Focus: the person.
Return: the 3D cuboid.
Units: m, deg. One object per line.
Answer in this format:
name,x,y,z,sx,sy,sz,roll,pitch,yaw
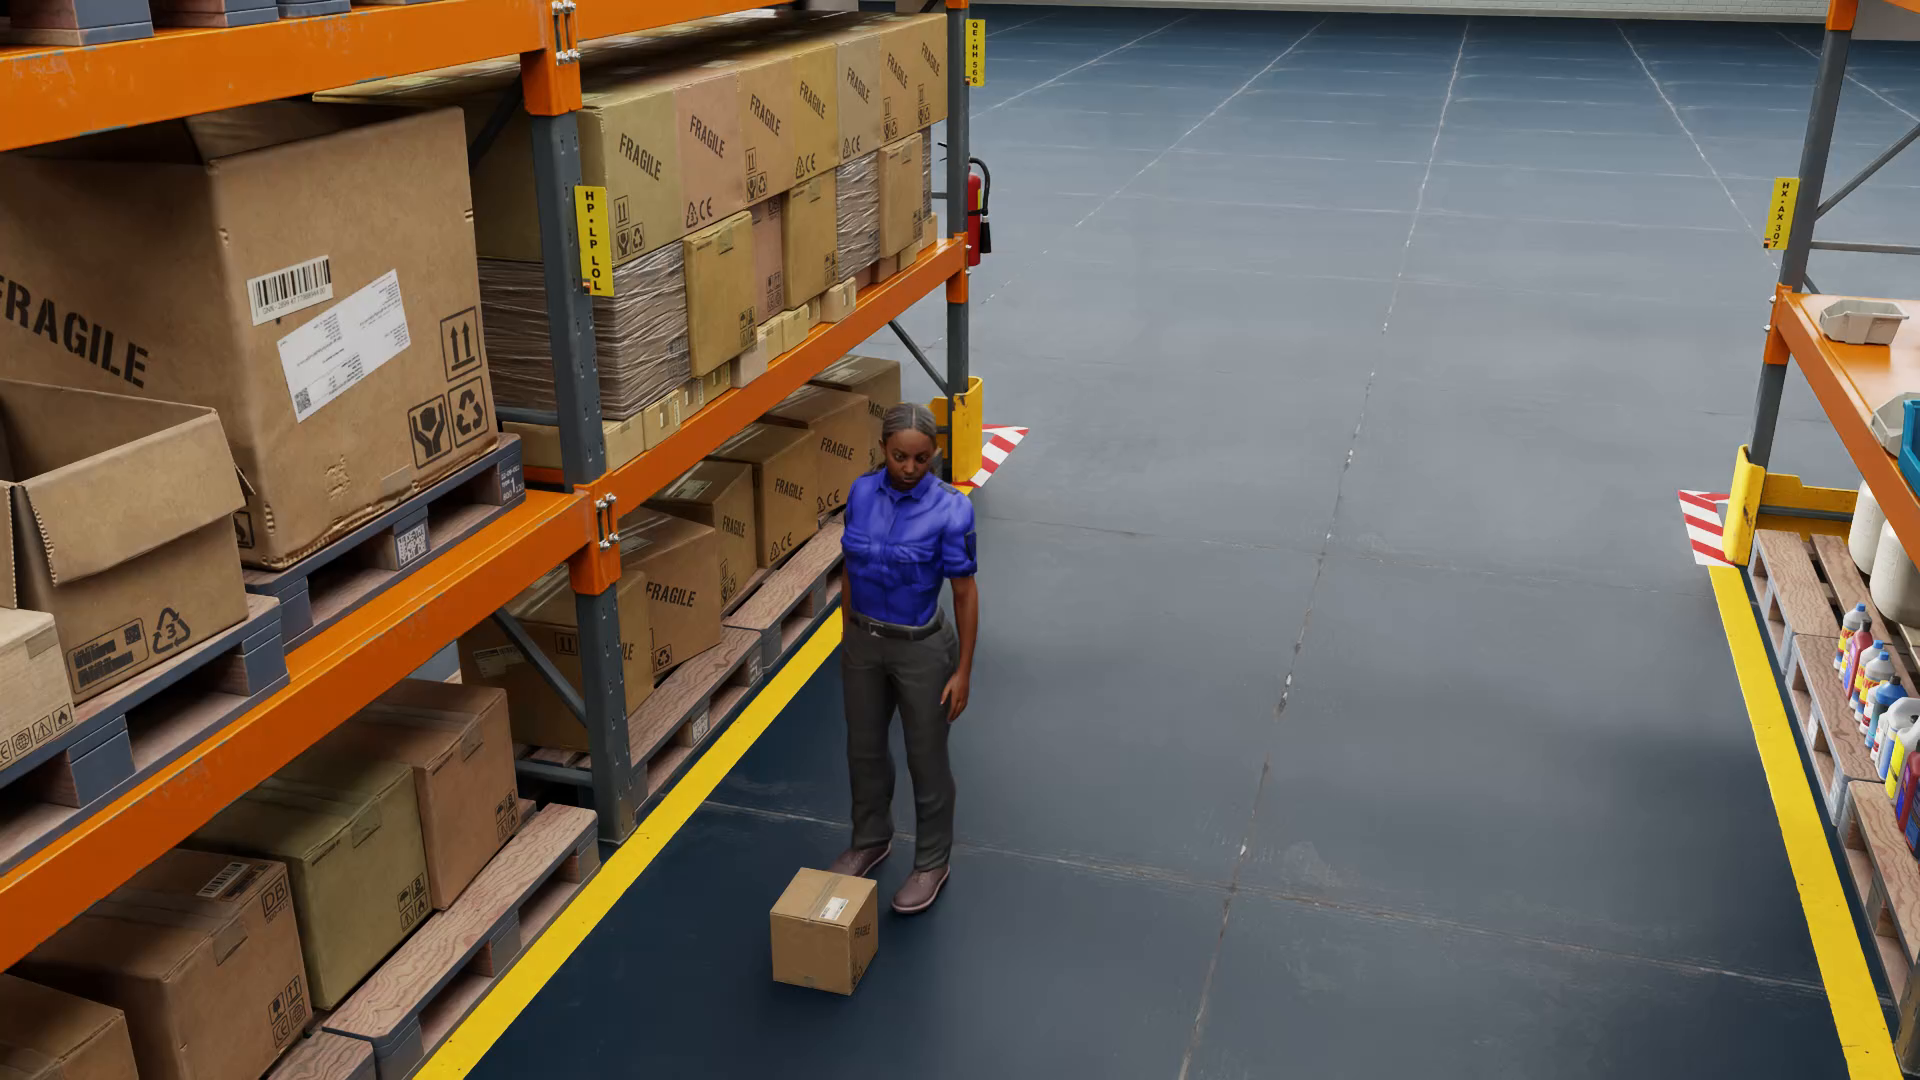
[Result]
person,-0.191,0.383,5.184,0.515,1.674,0.330,11,25,25
